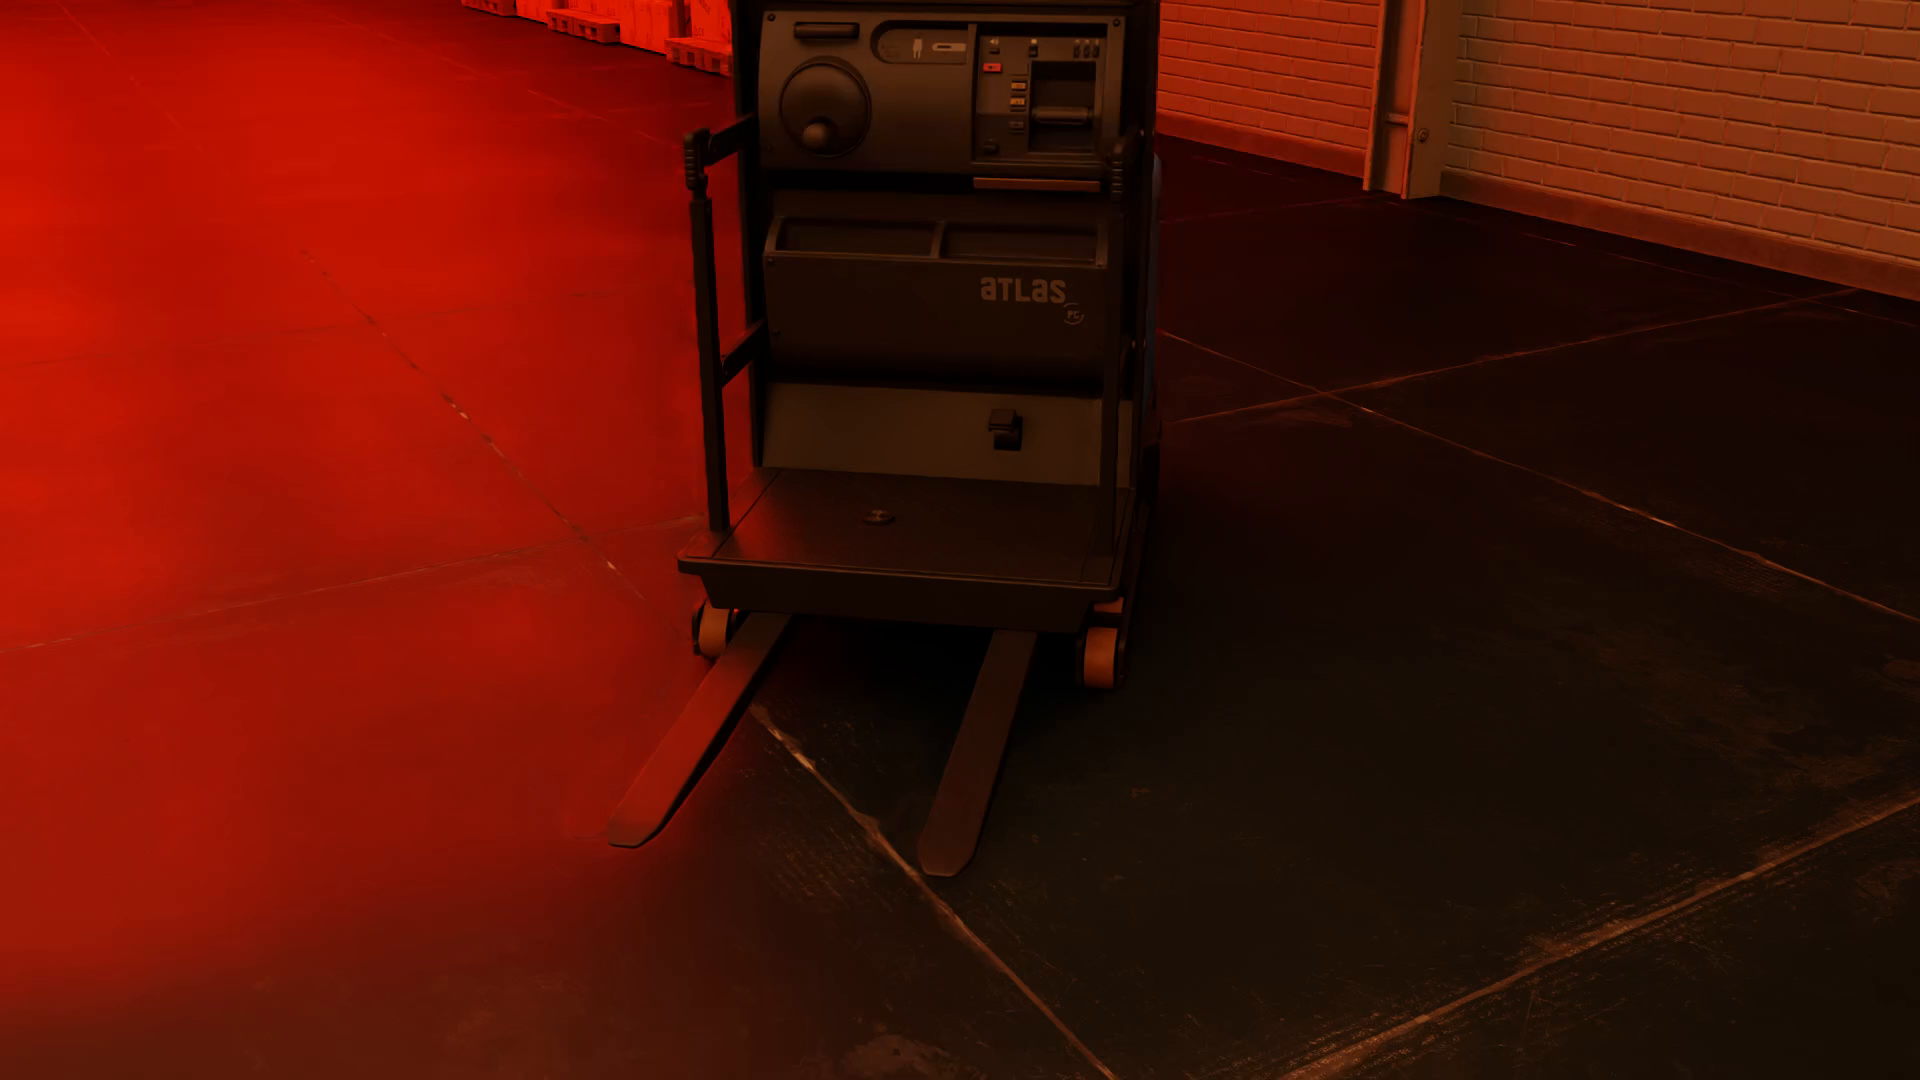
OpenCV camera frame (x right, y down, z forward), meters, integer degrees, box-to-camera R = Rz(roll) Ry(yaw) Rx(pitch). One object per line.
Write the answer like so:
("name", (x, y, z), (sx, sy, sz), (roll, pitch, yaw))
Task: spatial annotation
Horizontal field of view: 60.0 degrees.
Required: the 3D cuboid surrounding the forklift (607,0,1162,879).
("forklift", (-0.085, -1.121, 4.006), (1.130, 2.935, 3.031), (4, 23, 9))
